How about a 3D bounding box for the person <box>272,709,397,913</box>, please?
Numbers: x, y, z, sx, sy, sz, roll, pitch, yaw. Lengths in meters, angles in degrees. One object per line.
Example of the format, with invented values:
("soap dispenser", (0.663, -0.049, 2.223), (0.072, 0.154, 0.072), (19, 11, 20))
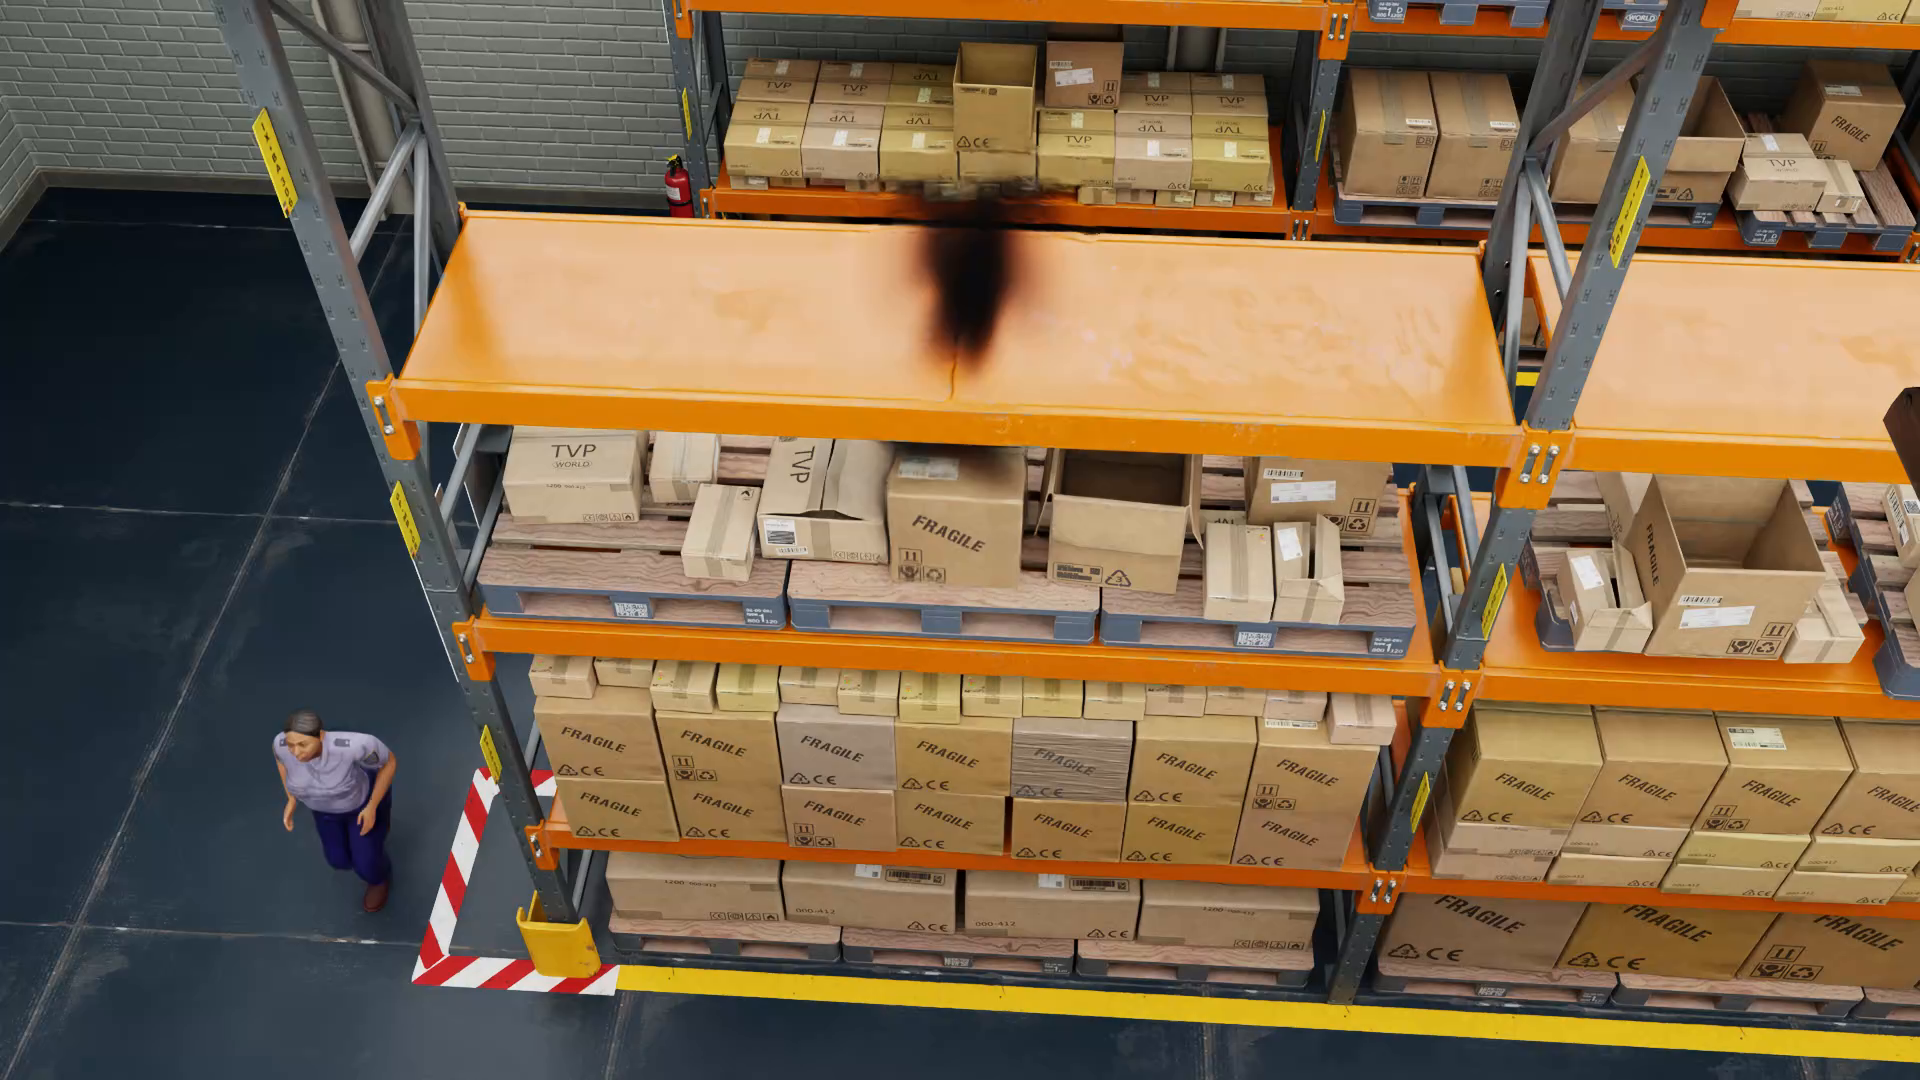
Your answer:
("person", (-3.130, 1.284, 8.534), (0.619, 1.577, 0.599), (4, 48, 3))
